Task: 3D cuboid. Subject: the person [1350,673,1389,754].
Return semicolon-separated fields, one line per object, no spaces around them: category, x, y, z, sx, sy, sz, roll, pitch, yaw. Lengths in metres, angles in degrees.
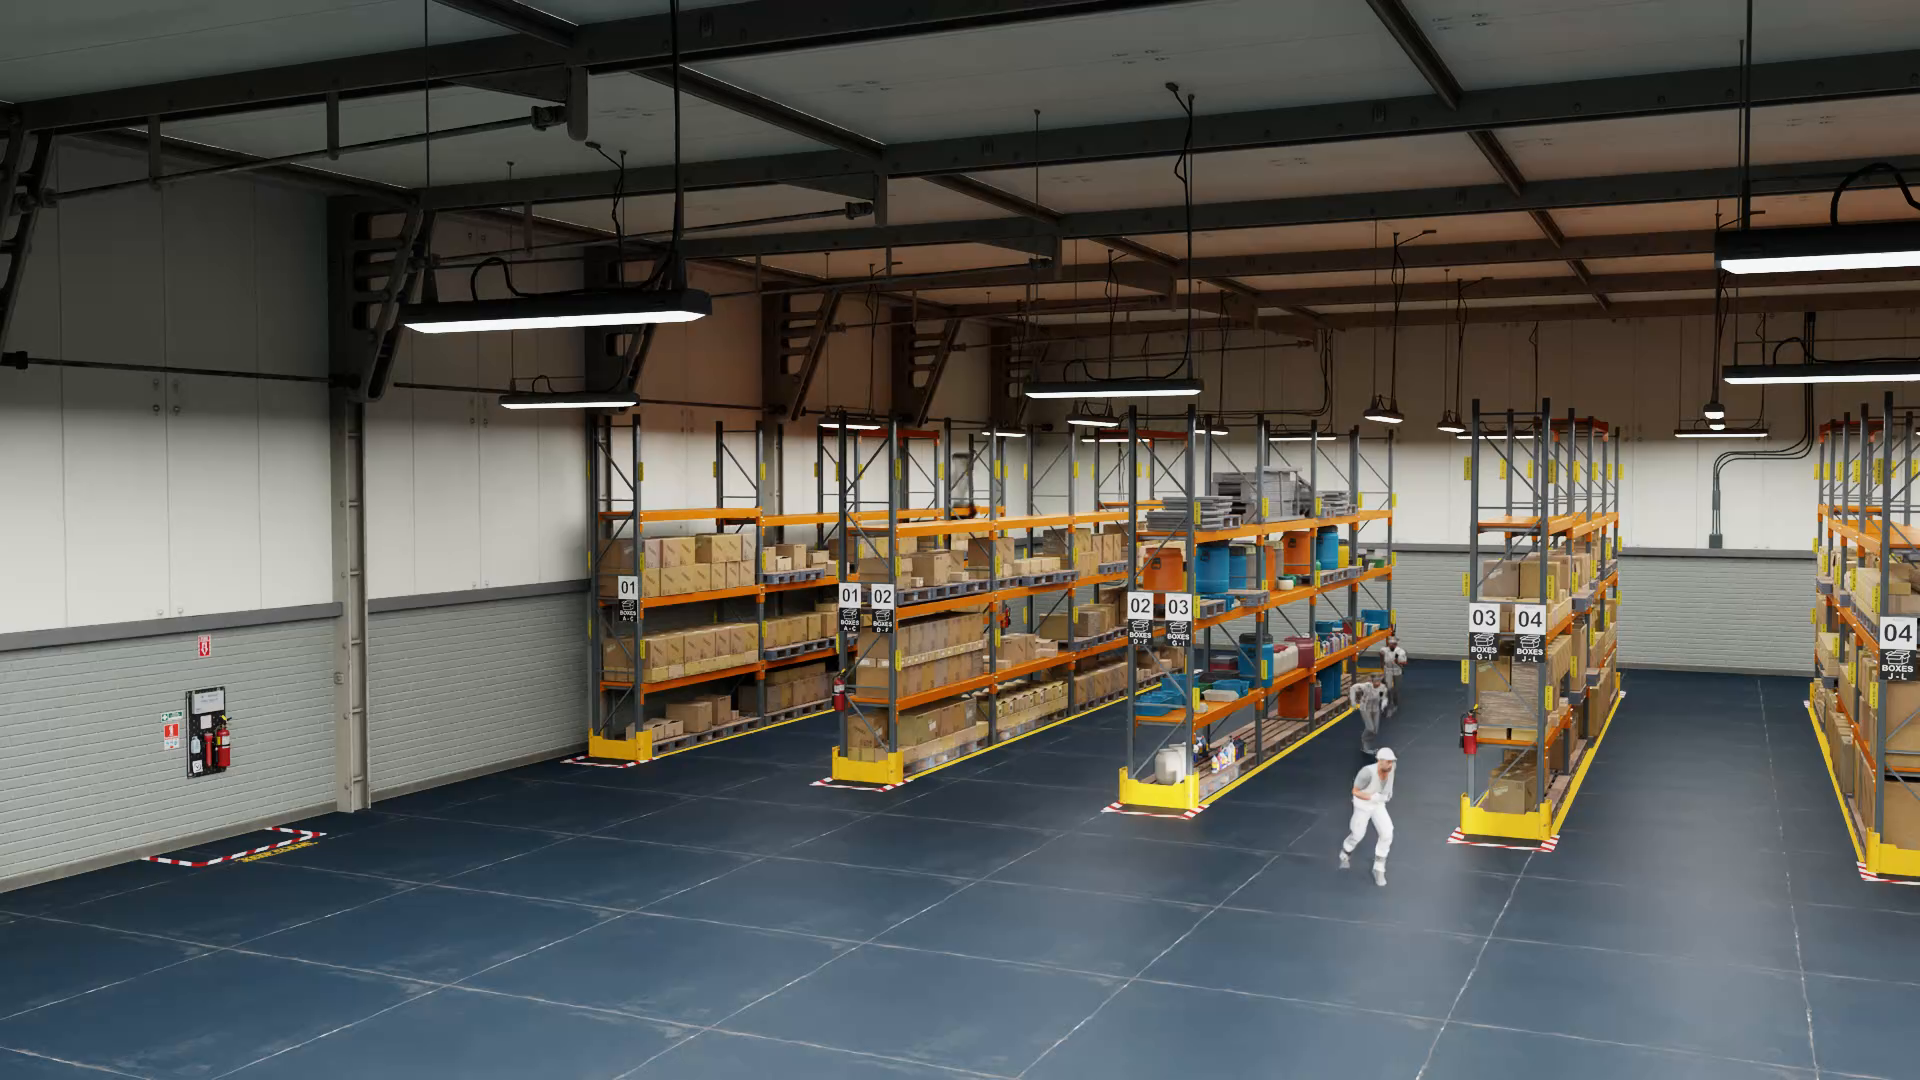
person;7.202;3.053;29.282;0.645;1.496;0.808;0;2;-5

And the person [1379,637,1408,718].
person;8.873;2.785;34.047;0.571;1.681;0.918;1;2;15

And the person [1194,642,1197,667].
person;5.774;2.477;42.567;0.536;1.584;0.618;1;2;17

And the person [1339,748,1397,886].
person;5.013;3.350;20.391;0.707;1.719;1.028;-1;3;-23
